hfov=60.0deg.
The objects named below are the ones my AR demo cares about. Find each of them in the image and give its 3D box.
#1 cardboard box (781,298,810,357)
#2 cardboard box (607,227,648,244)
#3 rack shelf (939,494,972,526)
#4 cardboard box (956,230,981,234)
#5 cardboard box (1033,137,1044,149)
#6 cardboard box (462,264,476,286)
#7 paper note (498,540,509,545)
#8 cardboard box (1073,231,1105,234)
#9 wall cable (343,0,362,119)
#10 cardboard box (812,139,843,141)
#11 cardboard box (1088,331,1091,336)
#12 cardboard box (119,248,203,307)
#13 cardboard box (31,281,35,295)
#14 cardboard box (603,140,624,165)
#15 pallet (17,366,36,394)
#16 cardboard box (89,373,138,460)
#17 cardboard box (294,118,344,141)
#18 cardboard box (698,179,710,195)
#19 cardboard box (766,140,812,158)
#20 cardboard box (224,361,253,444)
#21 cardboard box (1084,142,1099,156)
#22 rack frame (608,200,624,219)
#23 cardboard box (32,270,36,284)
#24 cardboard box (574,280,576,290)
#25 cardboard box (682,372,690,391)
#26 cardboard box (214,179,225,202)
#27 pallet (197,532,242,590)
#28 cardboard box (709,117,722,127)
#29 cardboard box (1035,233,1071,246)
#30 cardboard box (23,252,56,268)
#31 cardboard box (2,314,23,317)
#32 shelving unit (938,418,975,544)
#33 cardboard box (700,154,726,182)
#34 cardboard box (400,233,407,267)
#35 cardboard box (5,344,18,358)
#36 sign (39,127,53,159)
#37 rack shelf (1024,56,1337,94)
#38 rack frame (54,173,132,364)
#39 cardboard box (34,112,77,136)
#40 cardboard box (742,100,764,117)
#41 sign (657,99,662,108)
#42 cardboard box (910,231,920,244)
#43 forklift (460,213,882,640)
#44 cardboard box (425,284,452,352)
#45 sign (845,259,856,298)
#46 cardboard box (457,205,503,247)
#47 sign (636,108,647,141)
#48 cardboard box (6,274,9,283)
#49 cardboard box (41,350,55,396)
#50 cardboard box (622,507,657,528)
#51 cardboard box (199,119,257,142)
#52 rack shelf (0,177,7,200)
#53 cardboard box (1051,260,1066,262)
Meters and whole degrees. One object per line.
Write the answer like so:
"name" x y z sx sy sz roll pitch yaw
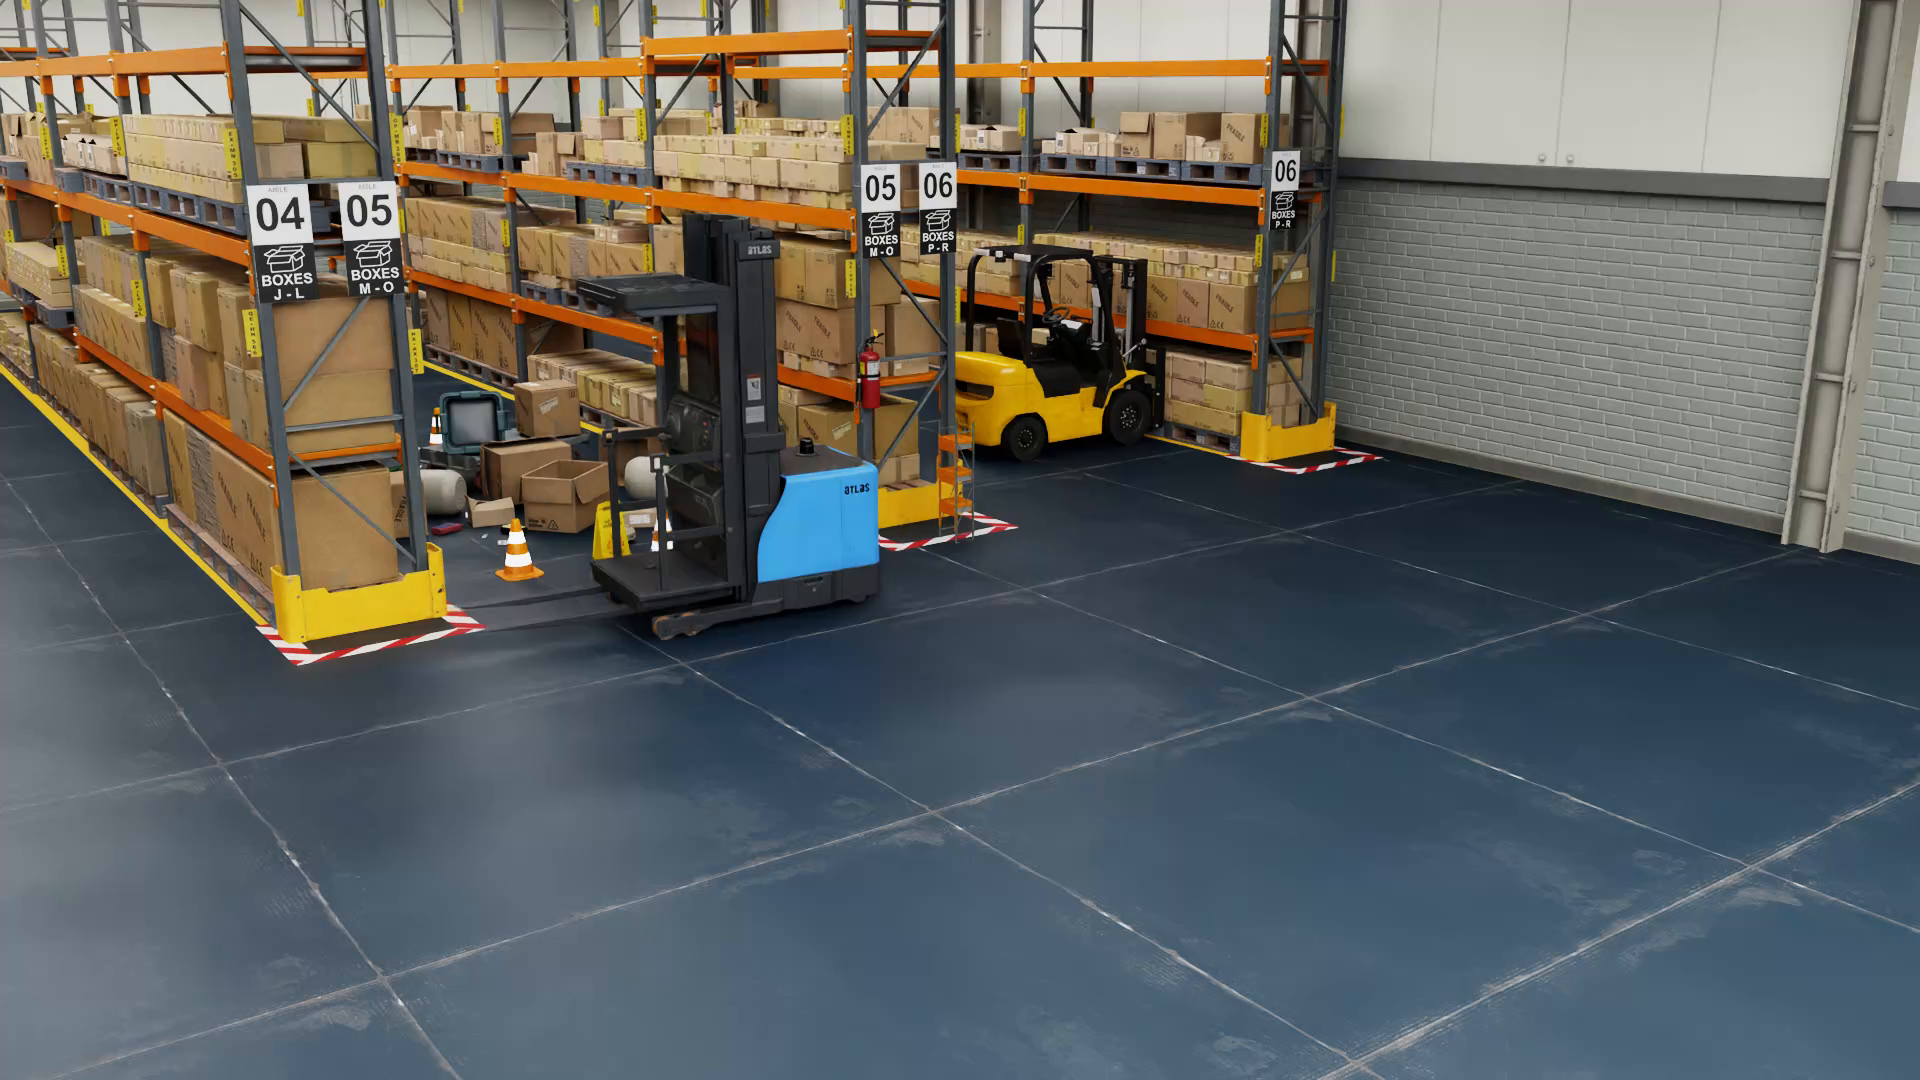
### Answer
"cardboard box" -1.312 -1.995 15.430 0.500 0.500 0.500 -11 19 -34
"cardboard box" -3.701 -3.392 18.511 0.380 0.149 0.250 -12 19 -36
"rack shelf" -0.031 -0.240 14.555 0.215 0.259 0.240 -11 19 -35
"cardboard box" 0.103 -4.100 22.456 0.380 0.149 0.250 -10 18 -33
"cardboard box" 0.841 -5.036 21.102 0.380 0.149 0.250 -11 19 -35
"cardboard box" -6.287 -3.543 22.122 0.500 0.250 0.500 -11 19 -35
"paper note" -3.948 0.011 14.481 0.144 0.017 0.142 -4 16 -15
"cardboard box" 1.614 -3.731 20.544 0.380 0.149 0.250 -11 19 -34
"wall cable" -10.574 -9.662 32.761 2.988 3.039 0.133 -11 19 -35
"cardboard box" -1.180 -3.726 15.791 0.380 0.149 0.250 -10 18 -33
"cardboard box" 1.505 -2.344 19.976 0.500 0.250 0.500 -11 19 -34
"cardboard box" -7.674 -2.540 16.090 0.700 0.500 0.500 -11 19 -34
"cardboard box" -10.540 -2.931 19.283 0.380 0.149 0.250 -10 18 -33
"cardboard box" -3.586 -4.265 18.282 0.500 0.250 0.500 -11 19 -34
"pallet" -11.903 -2.188 22.170 1.003 0.211 1.213 -11 19 -35
"cardboard box" -8.326 -1.328 17.212 1.050 0.750 0.750 -11 19 -34
"cardboard box" -4.660 -3.022 12.235 0.380 0.149 0.250 -11 19 -35
"cardboard box" -2.388 -3.538 16.613 0.380 0.149 0.250 -10 18 -33
"cardboard box" -1.581 -3.647 15.503 0.380 0.149 0.250 -12 19 -36
"cardboard box" -5.020 -1.091 12.596 0.875 0.550 0.550 -11 19 -35
"cardboard box" 1.651 -4.517 19.207 0.380 0.149 0.250 -10 18 -33
"rack frame" -5.874 -5.810 30.123 1.000 3.000 0.127 -11 19 -35
"cardboard box" -10.393 -3.020 19.045 0.380 0.149 0.250 -11 19 -35
"cardboard box" -4.332 -3.027 19.634 0.380 0.149 0.250 -10 18 -32
"cardboard box" -2.703 -1.547 17.538 0.500 0.500 0.500 -10 18 -32
"cardboard box" -5.041 -2.481 11.768 0.380 0.149 0.250 -11 19 -34
"pallet" -5.671 0.094 13.834 1.003 0.211 1.213 -11 19 -35
"cardboard box" -3.701 -6.544 26.049 0.380 0.149 0.250 -10 18 -33
"cardboard box" 1.129 -3.638 20.205 0.380 0.149 0.250 -10 18 -33
"cardboard box" -10.698 -3.275 19.412 0.380 0.149 0.250 -10 18 -33
"cardboard box" -13.539 -3.159 23.913 0.380 0.149 0.250 -10 18 -34
"shelving unit" -0.031 -0.518 14.479 0.215 1.050 0.252 -11 19 -35
"cardboard box" -2.199 -3.640 16.233 0.500 0.250 0.500 -11 19 -34
"cardboard box" -8.015 -4.292 24.388 0.500 0.500 0.500 -11 19 -34
"cardboard box" -13.046 -2.642 23.151 0.380 0.149 0.250 -12 19 -37
"sign" -9.568 -4.153 17.407 0.100 0.325 0.005 -11 19 -35
"rack shelf" 2.357 -5.174 18.556 1.077 0.370 4.000 -11 19 -35
"rack frame" -9.128 -2.541 18.177 1.000 3.000 0.127 -11 19 -35
"cardboard box" -9.890 -4.558 18.227 0.396 0.266 0.258 -11 19 -35
"cardboard box" -3.287 -6.821 26.276 0.396 0.266 0.258 -11 19 -35
"sign" -5.414 -7.766 29.909 0.100 0.325 0.005 -11 19 -35
"cardboard box" -0.454 -4.075 22.366 0.380 0.149 0.250 -10 18 -33
"forklift" -2.136 -0.854 12.143 3.031 2.935 1.130 -9 18 -30
"cardboard box" -7.106 -3.243 23.971 0.875 0.875 0.875 -10 18 -33
"sign" -0.940 -2.251 14.328 0.100 0.325 0.005 -11 19 -35
"cardboard box" -6.294 -4.146 21.960 0.500 0.500 0.500 -11 19 -34
"sign" -3.278 -4.276 17.109 0.100 0.325 0.005 -11 19 -35
"cardboard box" -12.501 -3.515 22.213 0.380 0.149 0.250 -12 19 -37
"cardboard box" -10.947 -2.080 20.434 0.500 0.500 0.500 -10 18 -32
"cardboard box" -2.884 -0.214 15.074 0.380 0.149 0.250 -2 15 -6
"cardboard box" -5.193 -2.921 11.865 0.380 0.149 0.250 -10 18 -34
"rack shelf" -12.656 -4.922 22.557 1.077 0.370 4.000 -11 19 -35
"cardboard box" 1.310 -3.445 20.062 0.380 0.149 0.250 -10 18 -33
